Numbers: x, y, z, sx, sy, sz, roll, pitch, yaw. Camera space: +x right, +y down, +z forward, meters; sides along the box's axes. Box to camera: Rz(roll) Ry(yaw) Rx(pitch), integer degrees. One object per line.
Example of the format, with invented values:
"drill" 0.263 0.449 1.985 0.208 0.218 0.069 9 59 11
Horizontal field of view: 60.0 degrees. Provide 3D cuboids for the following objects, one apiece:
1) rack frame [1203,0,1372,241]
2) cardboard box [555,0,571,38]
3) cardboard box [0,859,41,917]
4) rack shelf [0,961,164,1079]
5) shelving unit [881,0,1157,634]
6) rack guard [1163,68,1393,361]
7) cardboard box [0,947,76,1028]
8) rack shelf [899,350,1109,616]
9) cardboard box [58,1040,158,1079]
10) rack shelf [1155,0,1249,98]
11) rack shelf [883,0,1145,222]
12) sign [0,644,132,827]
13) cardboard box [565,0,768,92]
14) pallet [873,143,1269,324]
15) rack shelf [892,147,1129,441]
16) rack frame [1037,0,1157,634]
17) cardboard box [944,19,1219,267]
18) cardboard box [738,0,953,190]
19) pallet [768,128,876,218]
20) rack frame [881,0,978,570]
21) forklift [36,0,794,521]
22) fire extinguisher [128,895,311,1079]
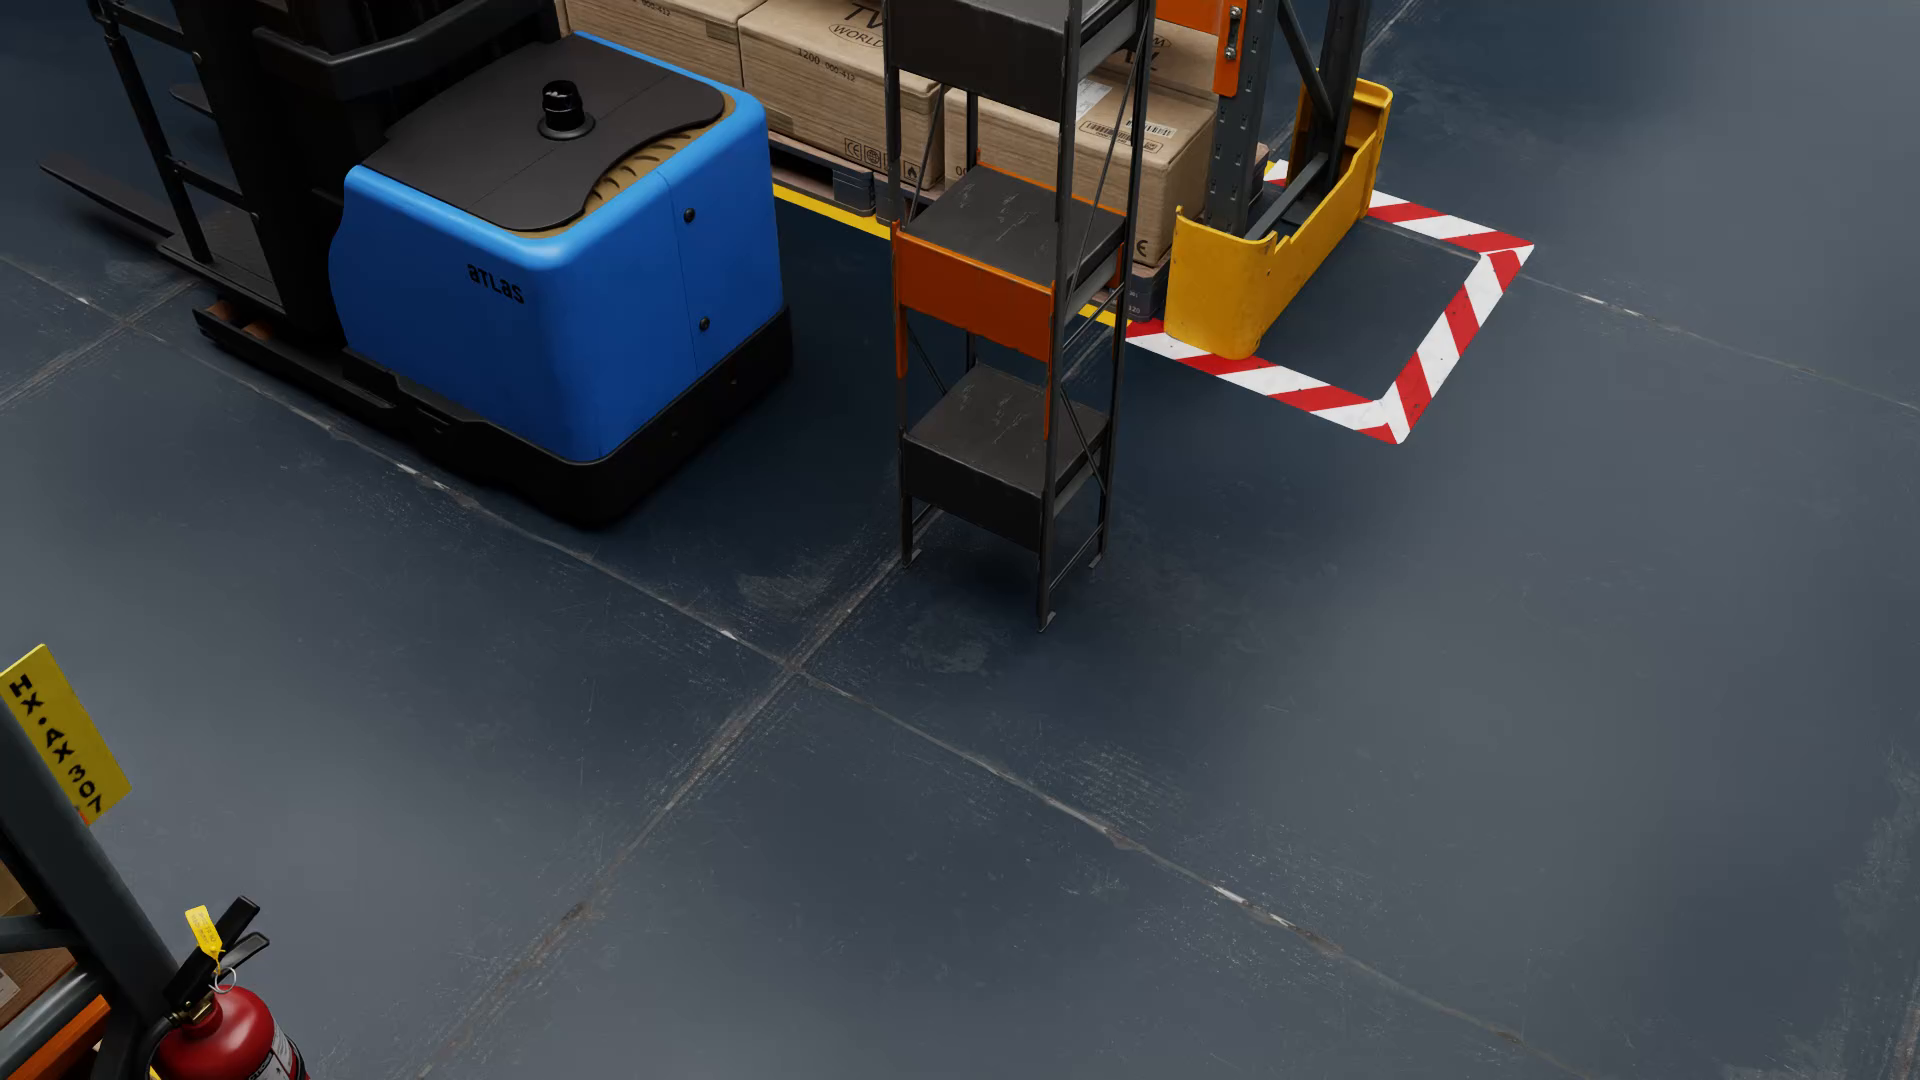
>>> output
"rack frame" 1.147 -2.089 5.188 0.127 3.000 1.000 25 51 22
"cardboard box" -1.749 -2.583 7.162 0.875 0.438 0.875 24 50 22
"cardboard box" -1.766 0.519 2.551 0.500 0.250 0.500 25 51 22
"rack shelf" -3.213 0.385 3.286 4.000 0.370 1.077 25 51 22
"shelving unit" 0.139 -0.668 4.435 0.503 2.100 0.431 25 51 22
"rack guard" 1.167 -1.209 6.076 0.348 0.500 1.175 25 51 22
"cardboard box" -1.658 0.704 2.650 0.250 0.149 0.380 24 51 22
"rack shelf" 0.139 -0.170 4.946 0.480 0.518 0.431 25 51 22
"cardboard box" -1.993 1.339 3.306 0.637 0.503 0.797 23 50 21
"rack shelf" -0.536 -2.613 6.199 4.000 0.370 1.077 25 51 22
"rack shelf" 0.139 -1.146 3.942 0.480 0.518 0.431 25 51 22
"sign" -1.237 0.280 2.283 0.005 0.325 0.100 25 51 22
"cardboard box" -0.995 -2.237 6.826 0.875 0.438 0.875 23 50 21
"pallet" 0.432 -1.379 6.443 1.213 0.211 1.003 25 51 22
"rack shelf" 0.139 -0.658 4.444 0.480 0.518 0.431 25 51 22
"rack frame" 0.345 -0.573 4.343 0.015 2.100 0.400 25 51 22
"cardboard box" 0.538 -1.538 6.146 0.875 0.438 0.875 23 50 21
"cardboard box" -0.237 -1.887 6.486 0.875 0.438 0.875 26 51 23
"pallet" -0.591 -1.852 6.903 1.213 0.211 1.003 25 51 22
"rack frame" -0.066 -0.762 4.526 0.015 2.100 0.400 25 51 22
"forklift" -2.087 -1.916 5.068 3.031 2.935 1.130 26 51 23
"fire extinguisher" -1.156 0.844 2.652 0.183 0.674 0.296 25 51 22
